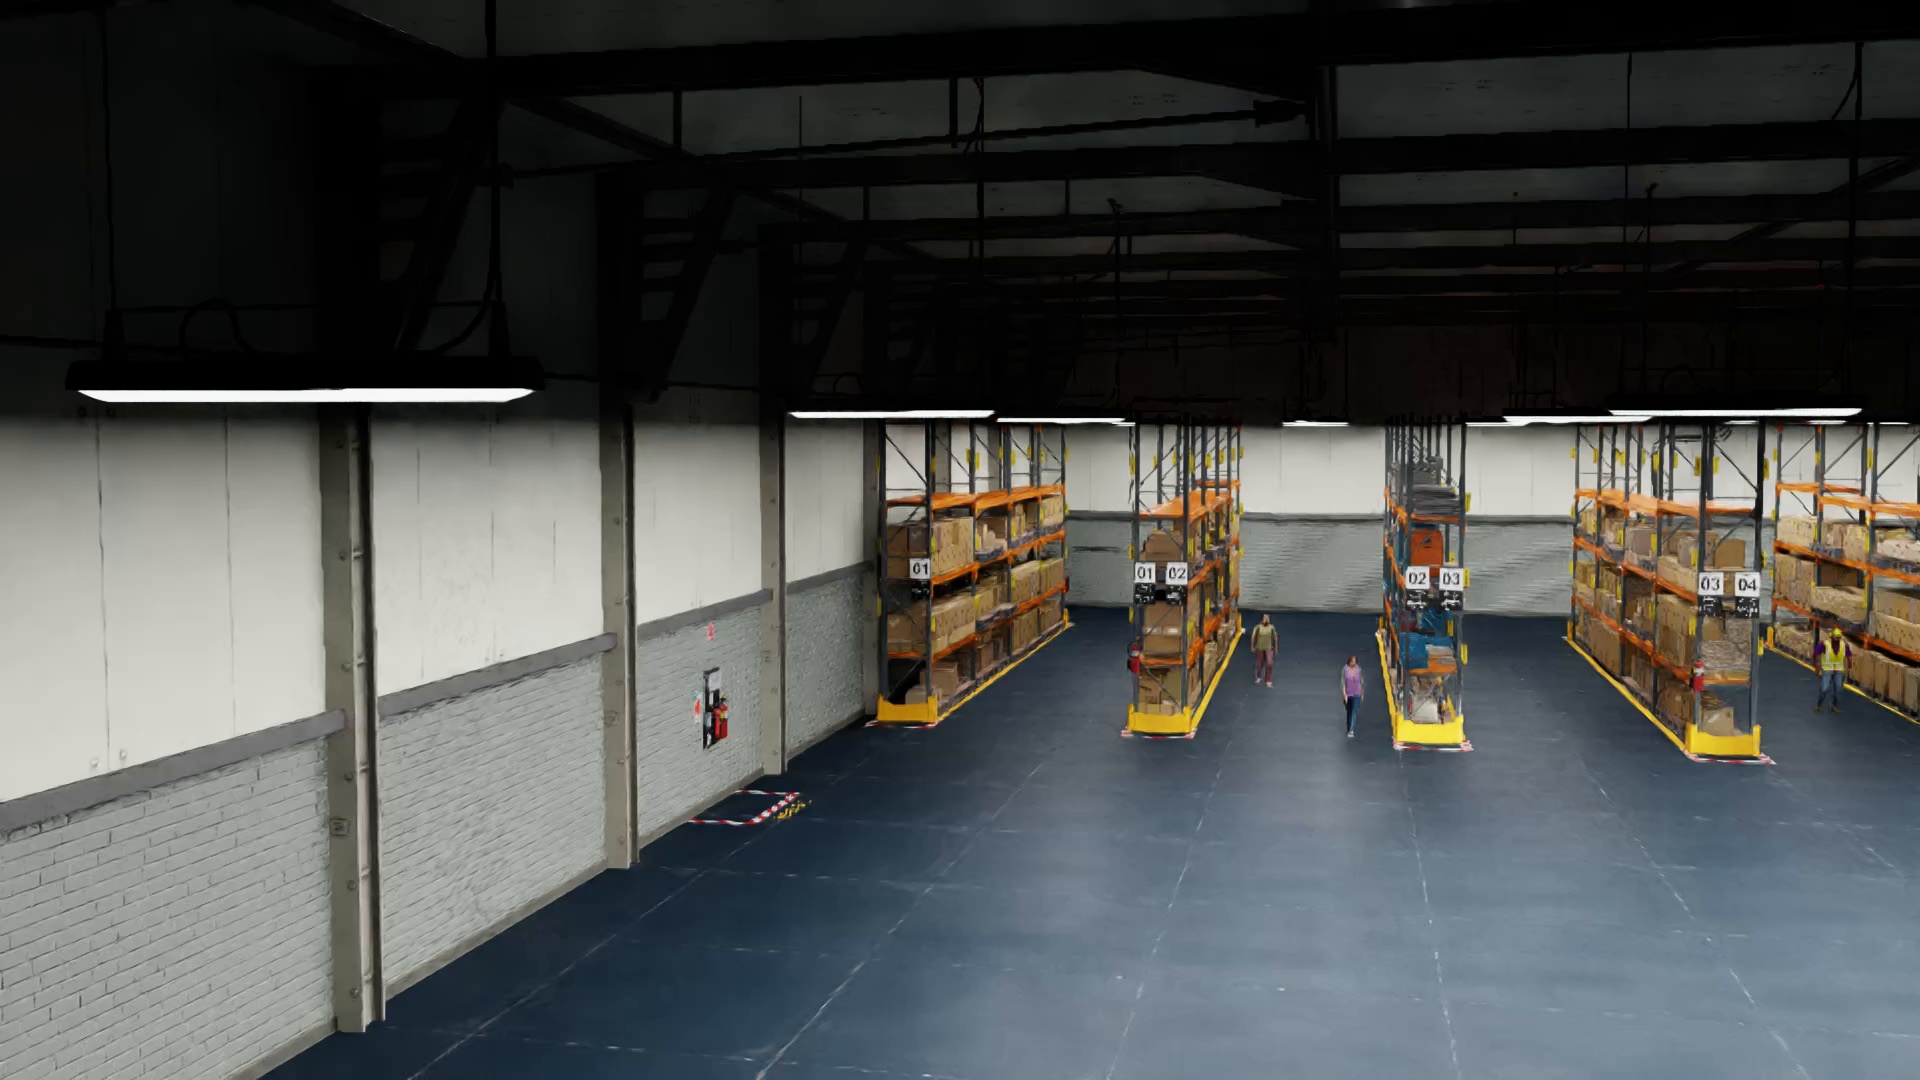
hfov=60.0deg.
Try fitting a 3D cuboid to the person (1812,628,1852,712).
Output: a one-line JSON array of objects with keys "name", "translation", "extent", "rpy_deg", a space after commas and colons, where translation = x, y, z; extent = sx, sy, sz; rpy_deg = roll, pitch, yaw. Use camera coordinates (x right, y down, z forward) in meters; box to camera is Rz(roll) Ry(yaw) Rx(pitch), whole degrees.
[{"name": "person", "translation": [17.522, 2.614, 33.415], "extent": [0.719, 1.714, 0.578], "rpy_deg": [1, 4, 11]}]

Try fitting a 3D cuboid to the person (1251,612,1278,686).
[{"name": "person", "translation": [6.778, 2.401, 37.054], "extent": [0.588, 1.635, 0.684], "rpy_deg": [0, 4, 5]}]

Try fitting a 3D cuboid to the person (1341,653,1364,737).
[{"name": "person", "translation": [7.260, 2.851, 30.786], "extent": [0.406, 1.524, 1.000], "rpy_deg": [1, 4, 19]}]
